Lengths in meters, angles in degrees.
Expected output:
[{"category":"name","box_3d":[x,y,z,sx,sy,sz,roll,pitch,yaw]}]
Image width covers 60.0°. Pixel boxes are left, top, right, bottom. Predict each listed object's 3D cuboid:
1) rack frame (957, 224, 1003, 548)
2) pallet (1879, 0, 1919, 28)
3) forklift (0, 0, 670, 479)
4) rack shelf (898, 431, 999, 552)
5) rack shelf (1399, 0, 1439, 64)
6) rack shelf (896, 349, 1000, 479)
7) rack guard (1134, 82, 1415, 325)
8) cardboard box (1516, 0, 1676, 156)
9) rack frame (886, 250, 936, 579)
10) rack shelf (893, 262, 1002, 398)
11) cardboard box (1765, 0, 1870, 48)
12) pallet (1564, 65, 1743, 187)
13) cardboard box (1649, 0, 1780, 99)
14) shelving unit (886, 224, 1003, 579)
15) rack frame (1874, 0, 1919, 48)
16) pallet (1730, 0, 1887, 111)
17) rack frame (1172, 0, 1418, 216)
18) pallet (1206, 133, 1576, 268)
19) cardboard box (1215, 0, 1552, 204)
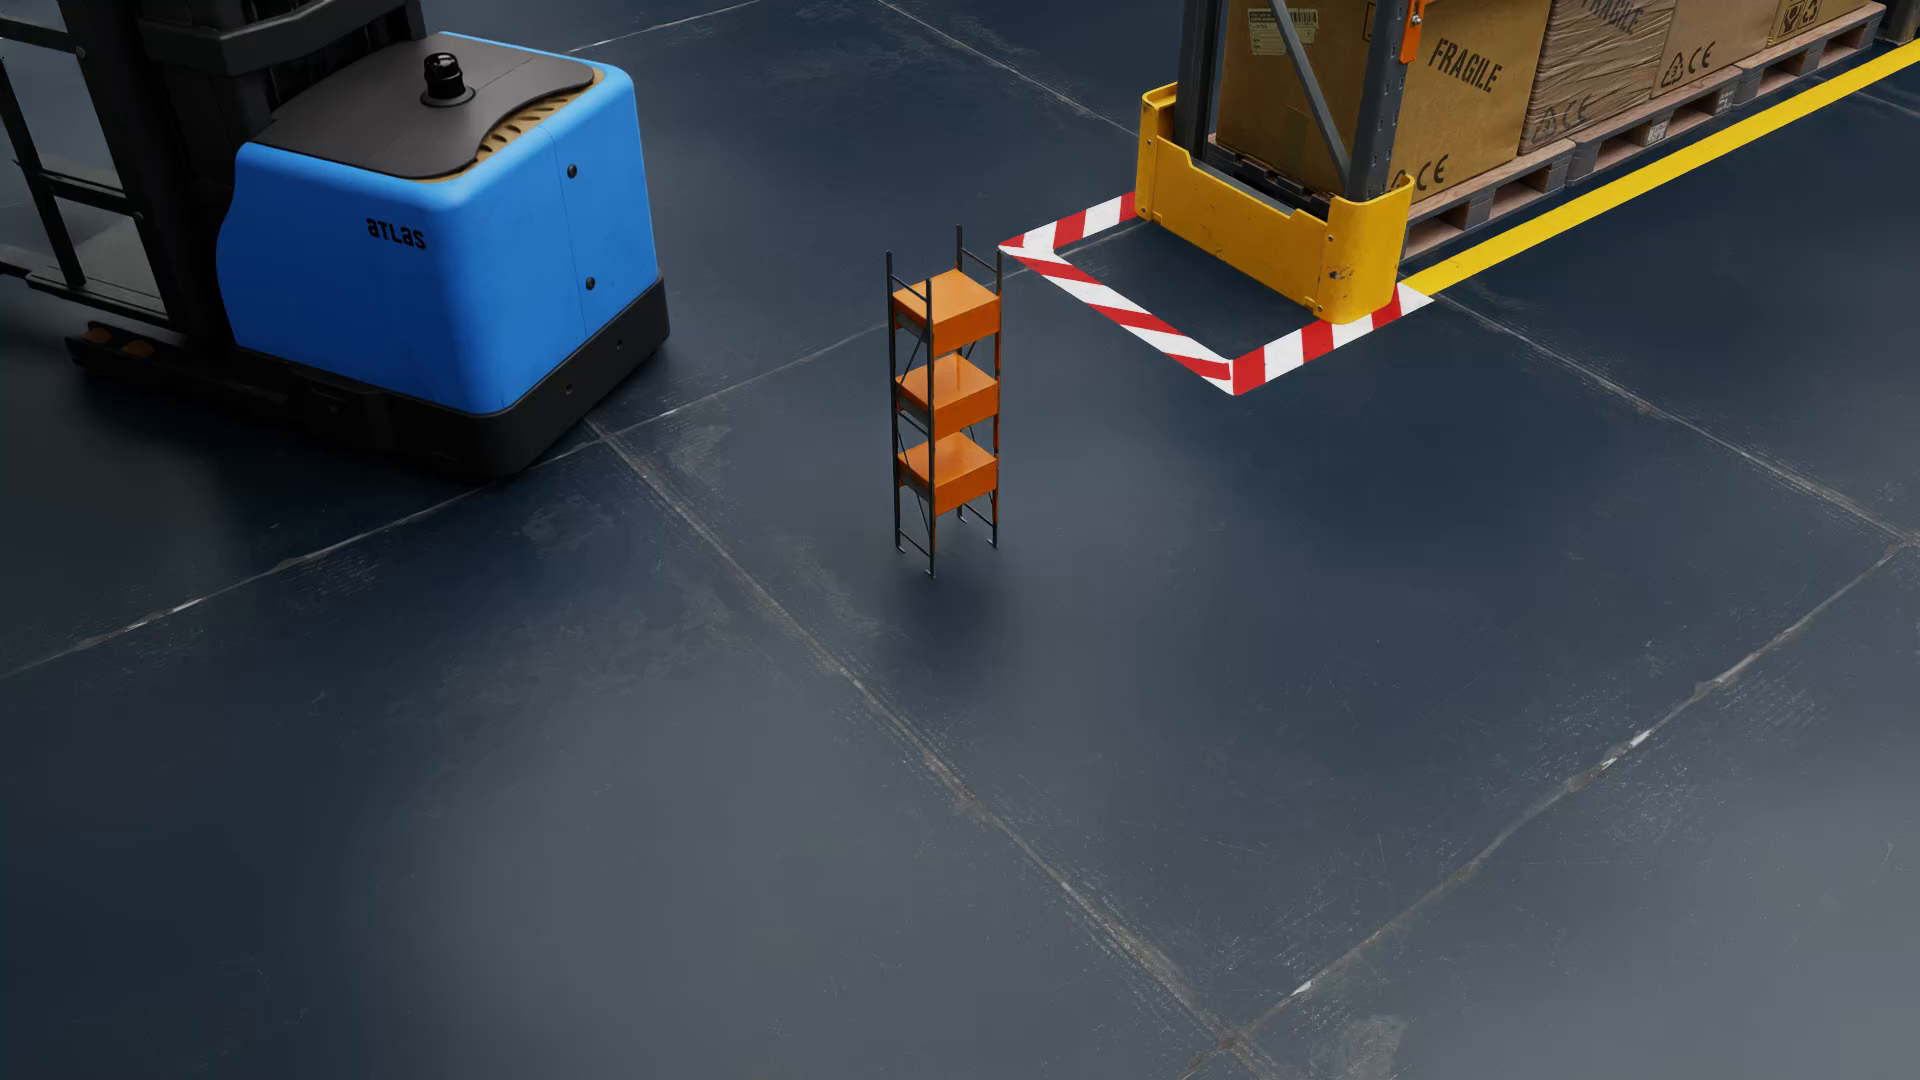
[{"category":"rack frame","box_3d":[0.054,-0.432,4.949,0.008,1.050,0.200,-26,46,-28]},{"category":"pallet","box_3d":[4.948,-3.122,8.890,1.213,0.211,1.003,-26,46,-28]},{"category":"forklift","box_3d":[-2.616,-1.960,5.328,3.031,2.935,1.130,16,42,19]},{"category":"rack shelf","box_3d":[-0.042,-0.162,5.075,0.240,0.259,0.215,-26,46,-28]},{"category":"rack shelf","box_3d":[2.796,-2.813,6.882,4.000,0.370,1.077,-26,46,-28]},{"category":"rack shelf","box_3d":[-0.042,-0.377,4.899,0.240,0.259,0.215,-26,46,-28]},{"category":"rack guard","box_3d":[1.191,-1.343,6.493,0.348,0.500,1.175,-26,46,-28]},{"category":"cardboard box","box_3d":[2.390,-2.299,7.031,0.875,0.875,0.875,-26,46,-28]},{"category":"rack frame","box_3d":[-0.139,-0.338,4.834,0.008,1.050,0.200,-26,46,-28]},{"category":"rack shelf","box_3d":[-0.042,-0.596,4.719,0.240,0.259,0.215,-26,46,-28]},{"category":"cardboard box","box_3d":[3.810,-2.991,7.875,0.875,0.875,0.875,-26,46,-28]},{"category":"pallet","box_3d":[2.763,-2.058,7.592,1.213,0.211,1.003,-26,46,-28]},{"category":"cardboard box","box_3d":[3.096,-2.643,7.451,0.875,0.875,0.875,-26,46,-28]},{"category":"shelving unit","box_3d":[-0.042,-0.385,4.892,0.252,1.050,0.215,-26,46,-28]},{"category":"rack frame","box_3d":[4.382,-3.864,7.596,0.127,3.000,1.000,-26,46,-28]},{"category":"pallet","box_3d":[3.731,-2.532,8.170,1.213,0.211,1.003,-26,46,-28]},{"category":"rack frame","box_3d":[1.210,-2.319,5.711,0.127,3.000,1.000,-26,46,-28]},{"category":"pallet","box_3d":[1.796,-1.589,7.020,1.213,0.211,1.003,-26,46,-28]},{"category":"cardboard box","box_3d":[1.669,-1.947,6.603,0.875,0.875,0.875,-26,46,-28]}]
